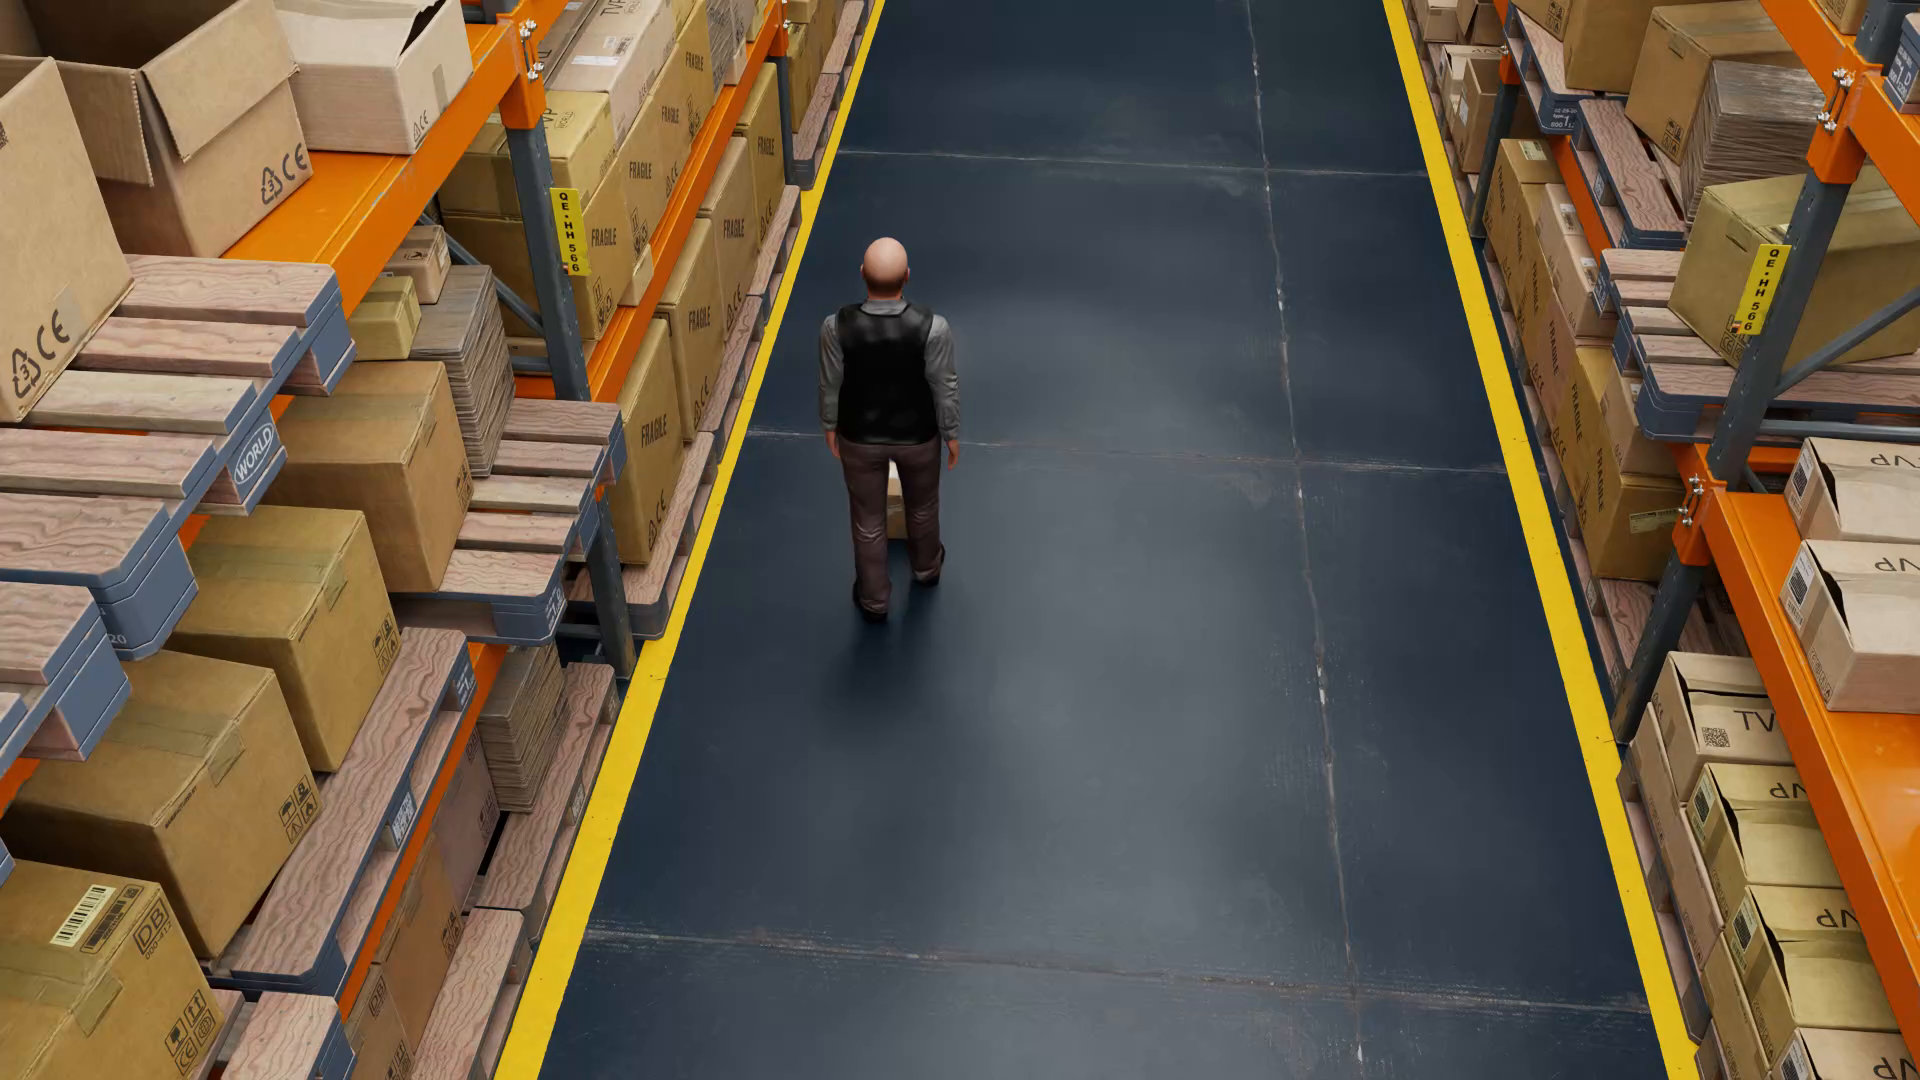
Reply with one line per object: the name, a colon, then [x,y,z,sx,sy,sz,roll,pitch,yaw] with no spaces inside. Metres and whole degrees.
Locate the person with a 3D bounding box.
person: [-0.280,-0.362,6.711,0.562,1.474,0.418,-1,40,-1]
